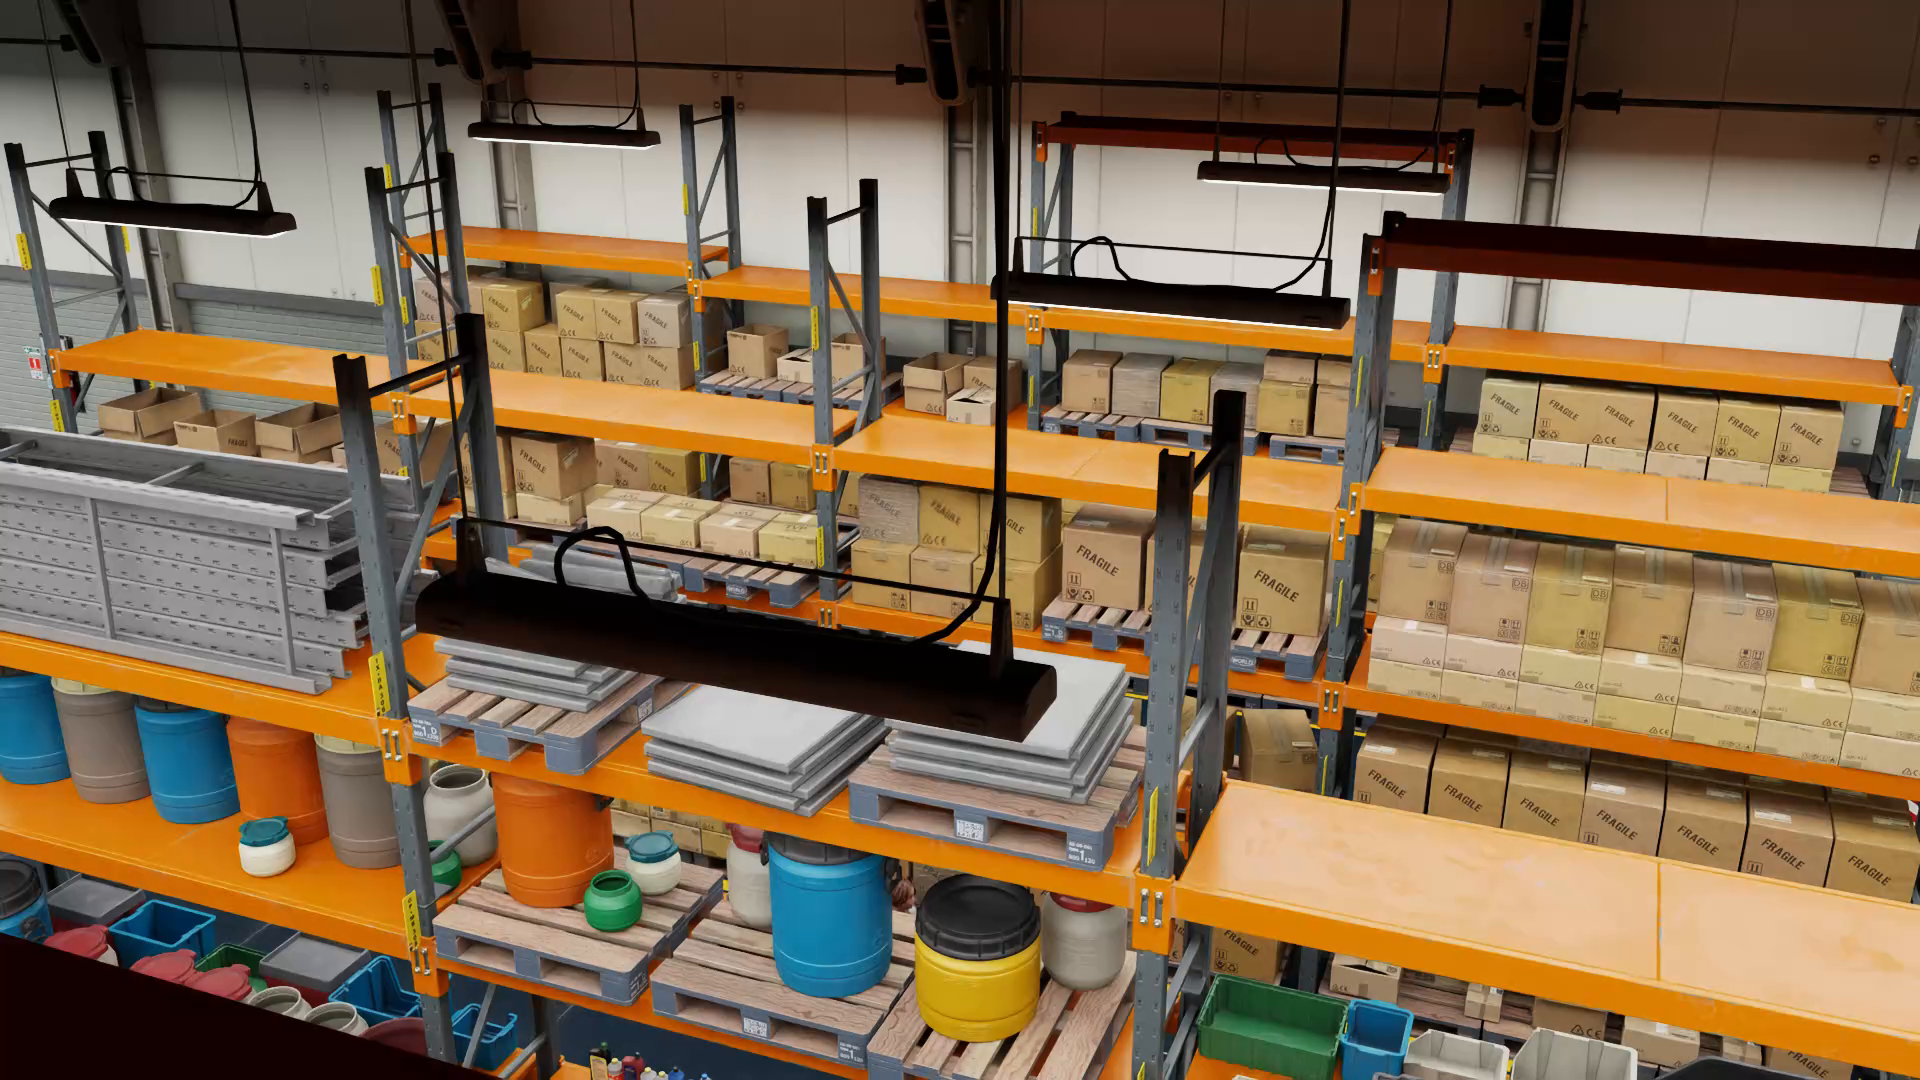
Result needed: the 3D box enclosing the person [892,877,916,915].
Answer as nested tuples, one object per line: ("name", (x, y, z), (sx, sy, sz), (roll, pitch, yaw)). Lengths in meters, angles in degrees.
("person", (-0.474, 3.117, 11.970), (0.408, 1.596, 0.438), (11, 23, 27))
